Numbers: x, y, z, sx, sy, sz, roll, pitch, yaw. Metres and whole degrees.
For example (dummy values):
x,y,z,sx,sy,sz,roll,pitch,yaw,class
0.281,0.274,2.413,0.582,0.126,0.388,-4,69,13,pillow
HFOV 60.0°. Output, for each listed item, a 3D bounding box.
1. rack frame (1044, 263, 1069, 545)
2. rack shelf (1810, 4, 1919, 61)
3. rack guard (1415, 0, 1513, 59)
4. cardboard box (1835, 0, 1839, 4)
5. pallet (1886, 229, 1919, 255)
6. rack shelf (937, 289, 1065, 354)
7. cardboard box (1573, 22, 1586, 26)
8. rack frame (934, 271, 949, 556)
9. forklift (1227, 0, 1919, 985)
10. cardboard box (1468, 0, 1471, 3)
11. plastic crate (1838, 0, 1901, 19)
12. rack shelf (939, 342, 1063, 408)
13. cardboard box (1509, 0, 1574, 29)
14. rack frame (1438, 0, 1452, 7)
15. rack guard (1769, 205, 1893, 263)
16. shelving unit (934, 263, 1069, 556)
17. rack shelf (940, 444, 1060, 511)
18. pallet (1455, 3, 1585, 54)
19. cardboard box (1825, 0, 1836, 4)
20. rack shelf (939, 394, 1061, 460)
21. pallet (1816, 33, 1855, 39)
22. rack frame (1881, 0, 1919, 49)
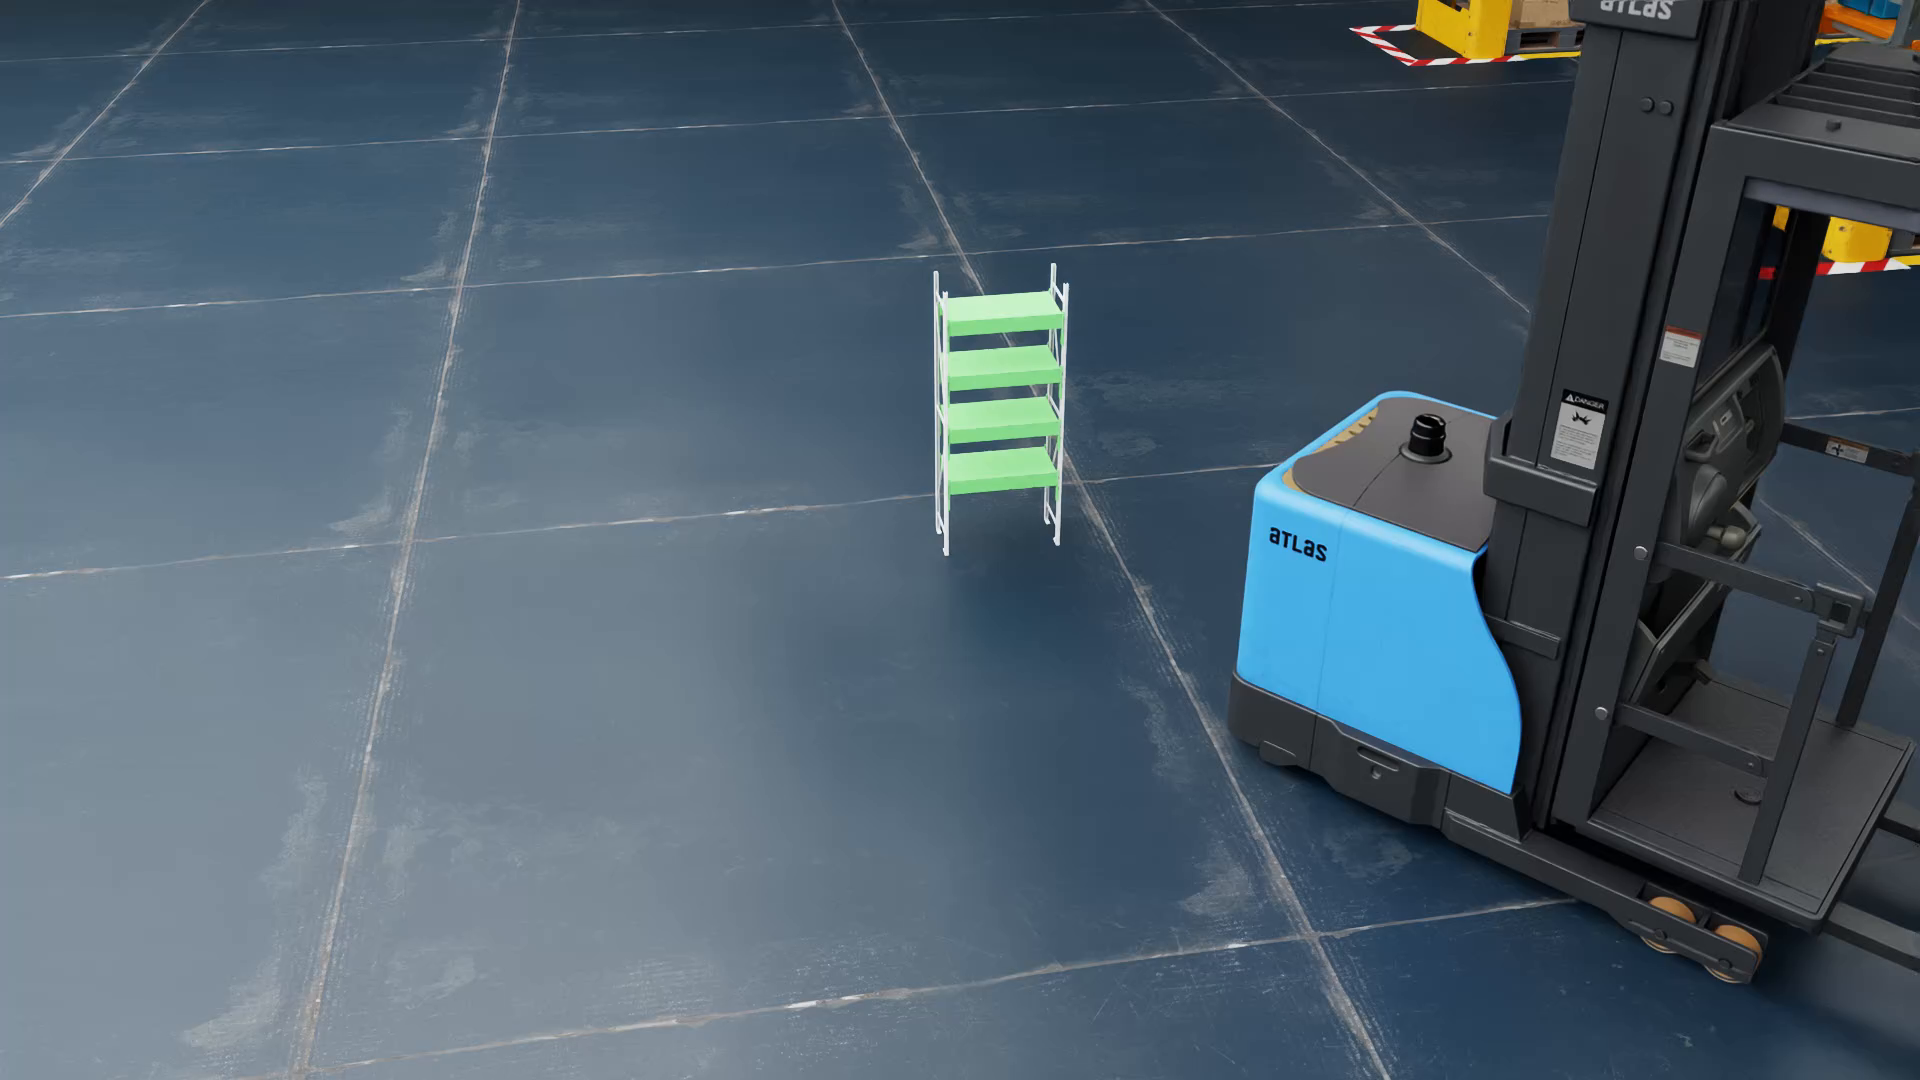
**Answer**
x,y,z,sx,sy,sz,roll,pitch,yaw,class
0.403,-0.555,7.009,0.015,1.200,0.240,-5,31,-9,rack frame
7.304,-3.121,10.308,4.000,0.370,1.077,-5,31,-9,rack shelf
4.424,-4.639,14.646,0.348,0.500,1.175,-5,31,-9,rack guard
7.966,-4.928,14.970,0.500,0.250,0.500,-5,31,-9,cardboard box
6.203,-2.148,10.695,1.213,0.211,1.003,-5,31,-9,pallet
0.163,-0.891,6.761,0.480,0.148,0.258,-5,31,-9,rack shelf
5.507,-4.700,14.582,0.500,0.250,0.500,-5,31,-9,cardboard box
-0.077,-0.510,6.934,0.015,1.200,0.240,-5,31,-9,rack frame
2.415,-0.241,4.768,3.031,2.935,1.130,23,37,33,forklift
4.922,-4.910,14.940,0.500,0.250,0.500,-5,31,-9,cardboard box
5.775,-3.379,10.184,0.616,0.251,0.499,-5,31,-9,plastic crate
0.163,-0.684,6.882,0.480,0.148,0.258,-5,31,-9,rack shelf
5.016,-4.652,14.501,0.500,0.250,0.500,-5,31,-9,cardboard box
4.448,-5.718,14.016,0.127,3.000,1.000,-5,31,-9,rack frame
5.403,-2.201,10.500,0.348,0.500,1.175,-5,31,-9,rack guard
0.163,-0.532,6.972,0.503,1.200,0.258,-5,31,-9,shelving unit
0.163,-0.270,7.126,0.480,0.148,0.258,-5,31,-9,rack shelf
5.193,-4.607,14.877,1.213,0.211,1.003,-5,31,-9,pallet
7.472,-4.887,14.901,0.500,0.250,0.500,-5,31,-9,cardboard box
0.163,-0.477,7.004,0.480,0.148,0.258,-5,31,-9,rack shelf
7.593,-4.830,15.256,1.213,0.211,1.003,-5,31,-9,pallet
5.337,-3.248,9.815,0.127,3.000,1.000,-5,31,-9,rack frame
